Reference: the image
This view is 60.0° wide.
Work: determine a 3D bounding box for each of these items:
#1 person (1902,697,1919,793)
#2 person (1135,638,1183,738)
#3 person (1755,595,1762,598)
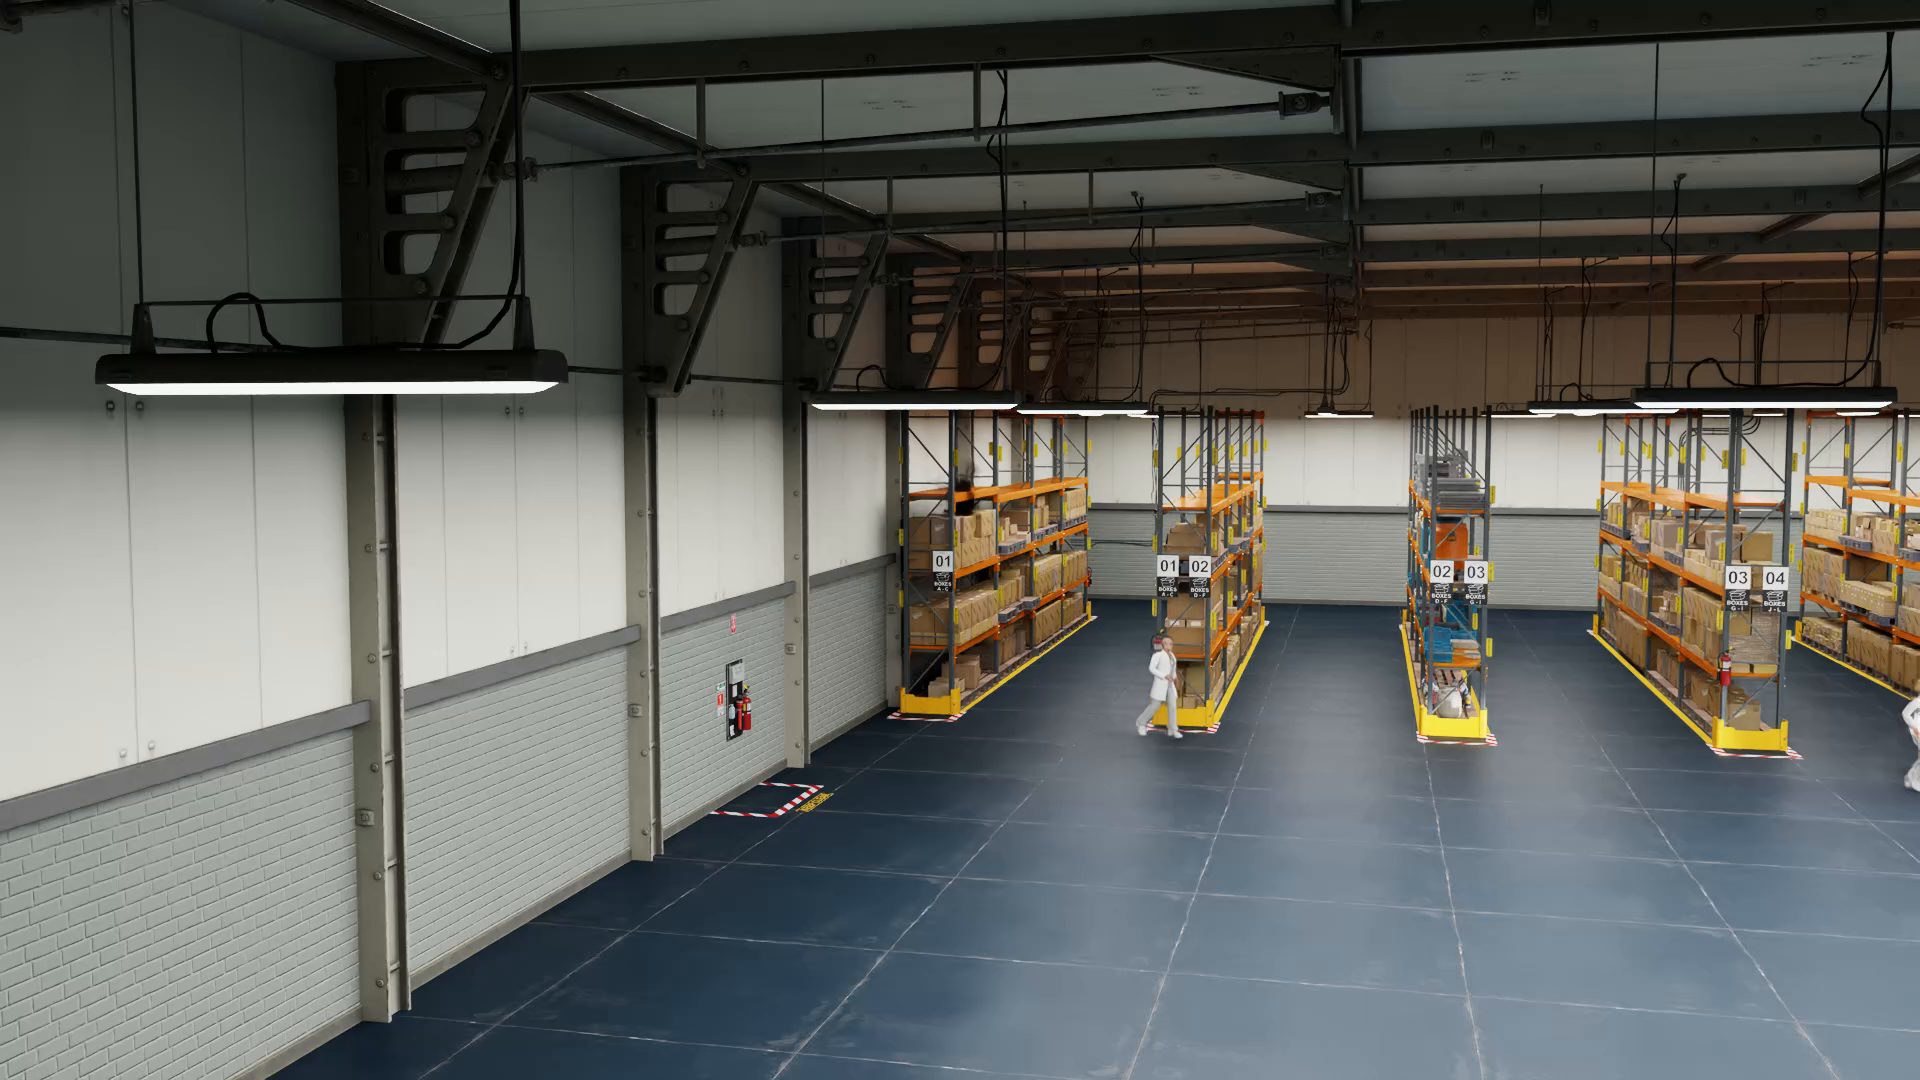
[{"bbox_3d":[14.897,3.126,25.644,0.636,1.512,0.577,-3,5,-37],"label":"person"},{"bbox_3d":[3.718,2.657,30.087,0.776,1.769,1.019,-4,6,-43],"label":"person"},{"bbox_3d":[20.394,1.782,42.681,0.733,1.744,0.542,1,4,18],"label":"person"}]
